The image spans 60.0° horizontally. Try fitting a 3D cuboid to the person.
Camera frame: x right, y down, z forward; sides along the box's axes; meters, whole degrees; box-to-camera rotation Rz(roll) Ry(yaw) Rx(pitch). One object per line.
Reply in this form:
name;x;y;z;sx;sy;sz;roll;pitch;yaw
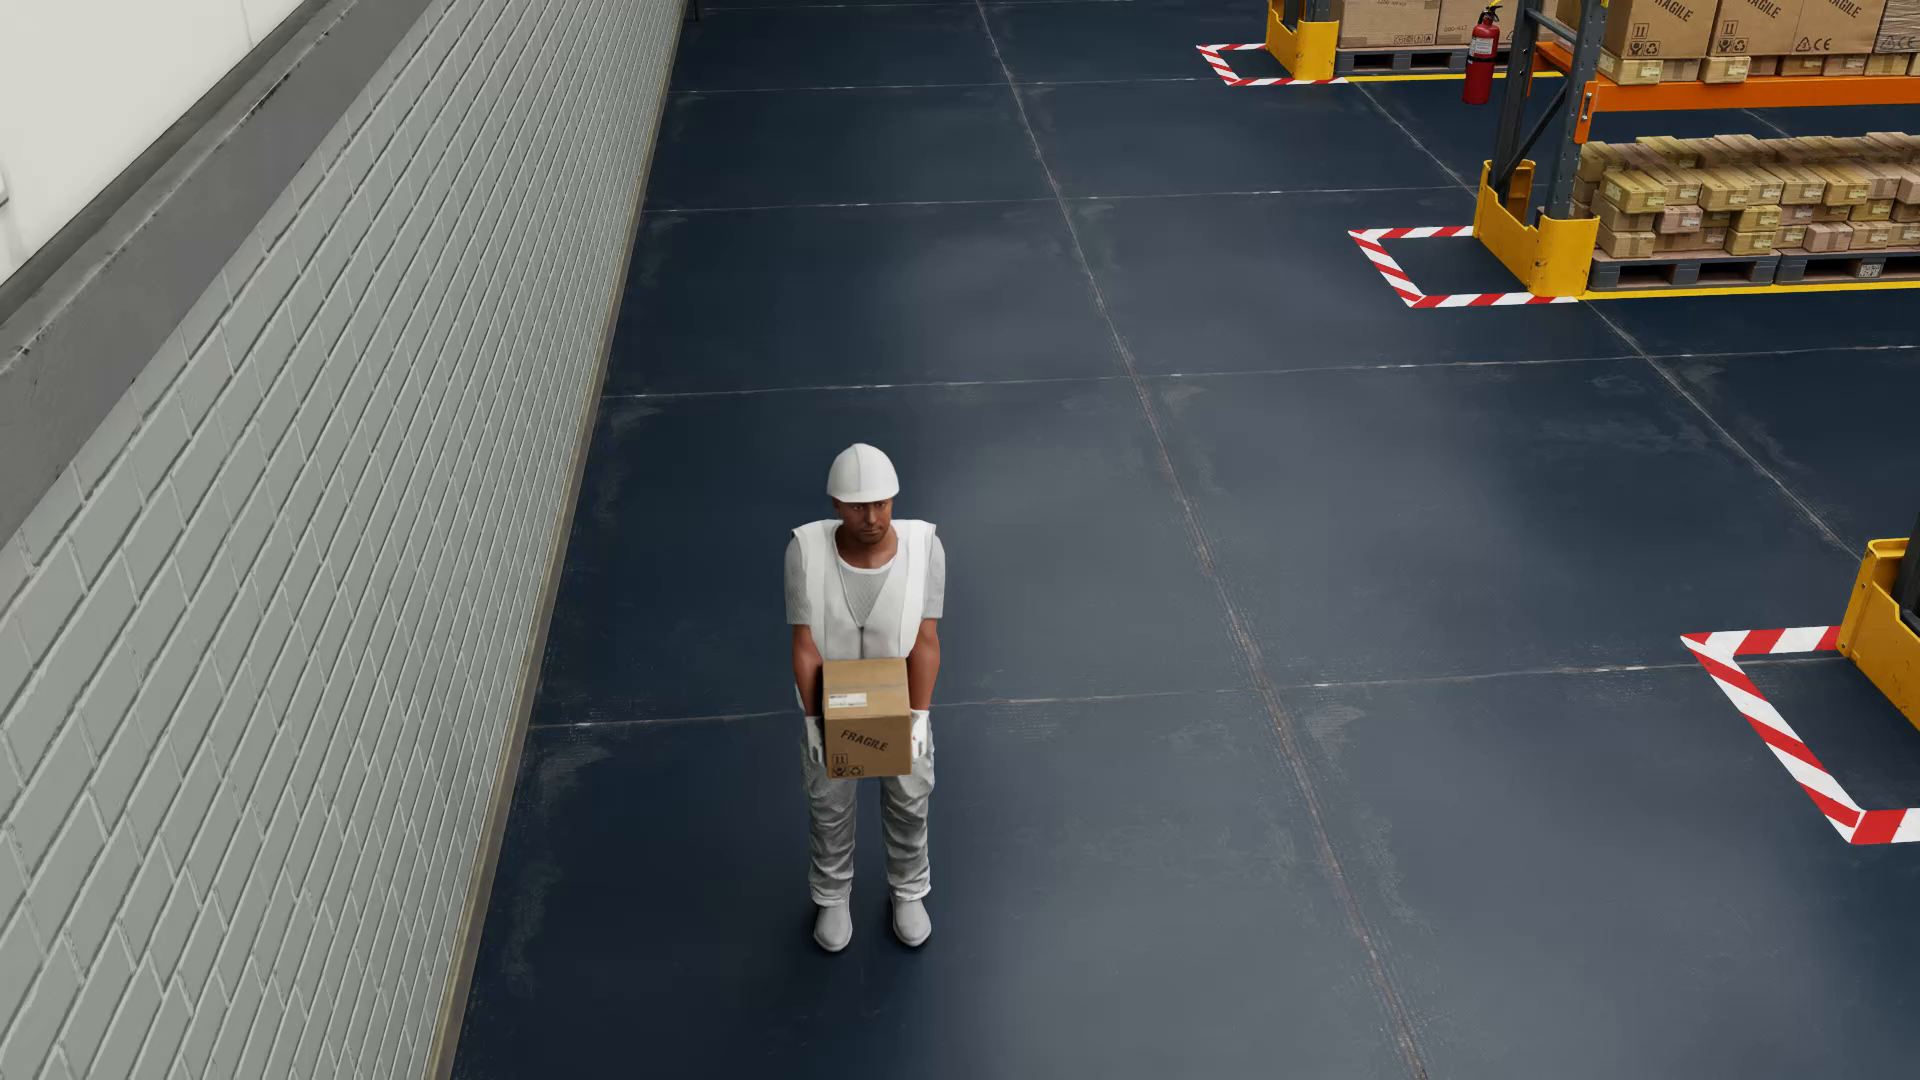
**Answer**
person;-0.287;0.564;5.169;0.470;1.781;0.565;-3;31;-4
